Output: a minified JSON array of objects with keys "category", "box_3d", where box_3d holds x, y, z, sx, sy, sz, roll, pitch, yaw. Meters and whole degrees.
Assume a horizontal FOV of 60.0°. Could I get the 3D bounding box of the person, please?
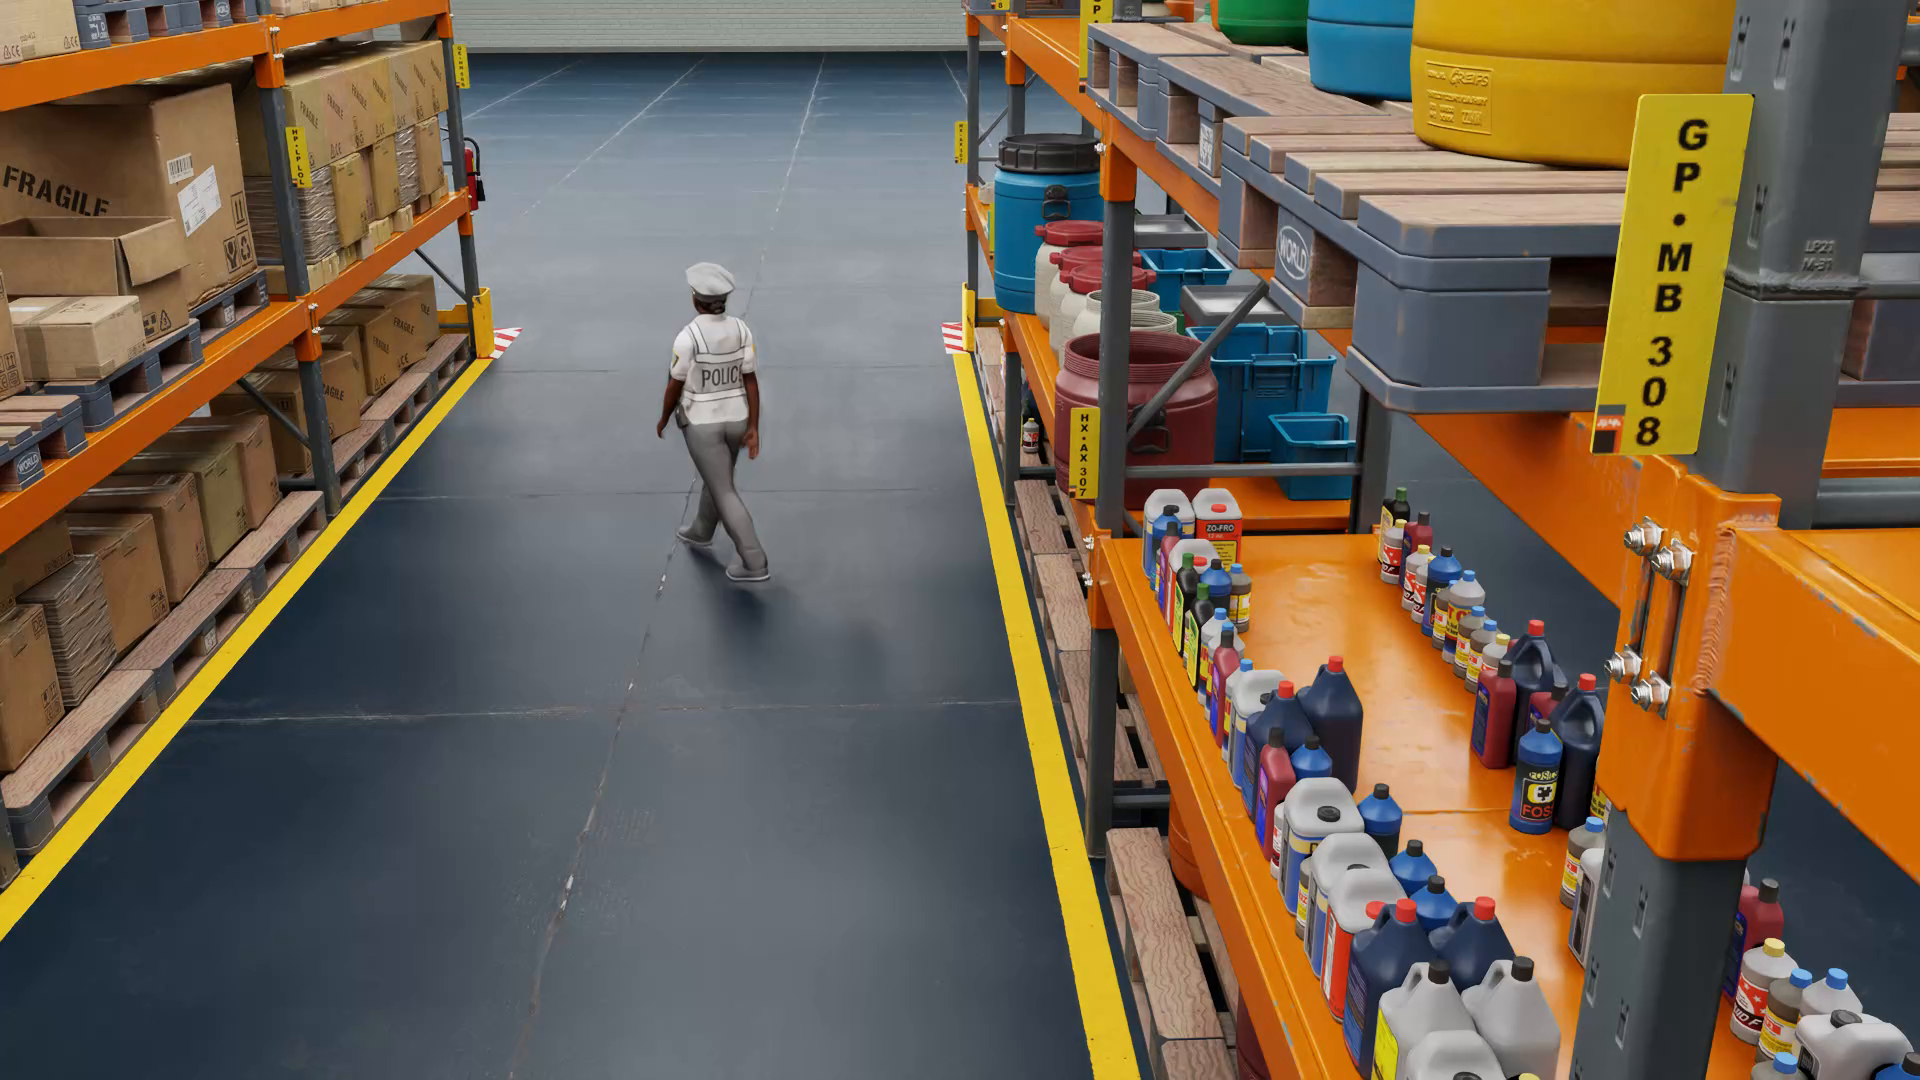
[{"category":"person","box_3d":[-1.333,-0.643,8.717,0.442,1.634,0.980,-18,27,-40]}]
